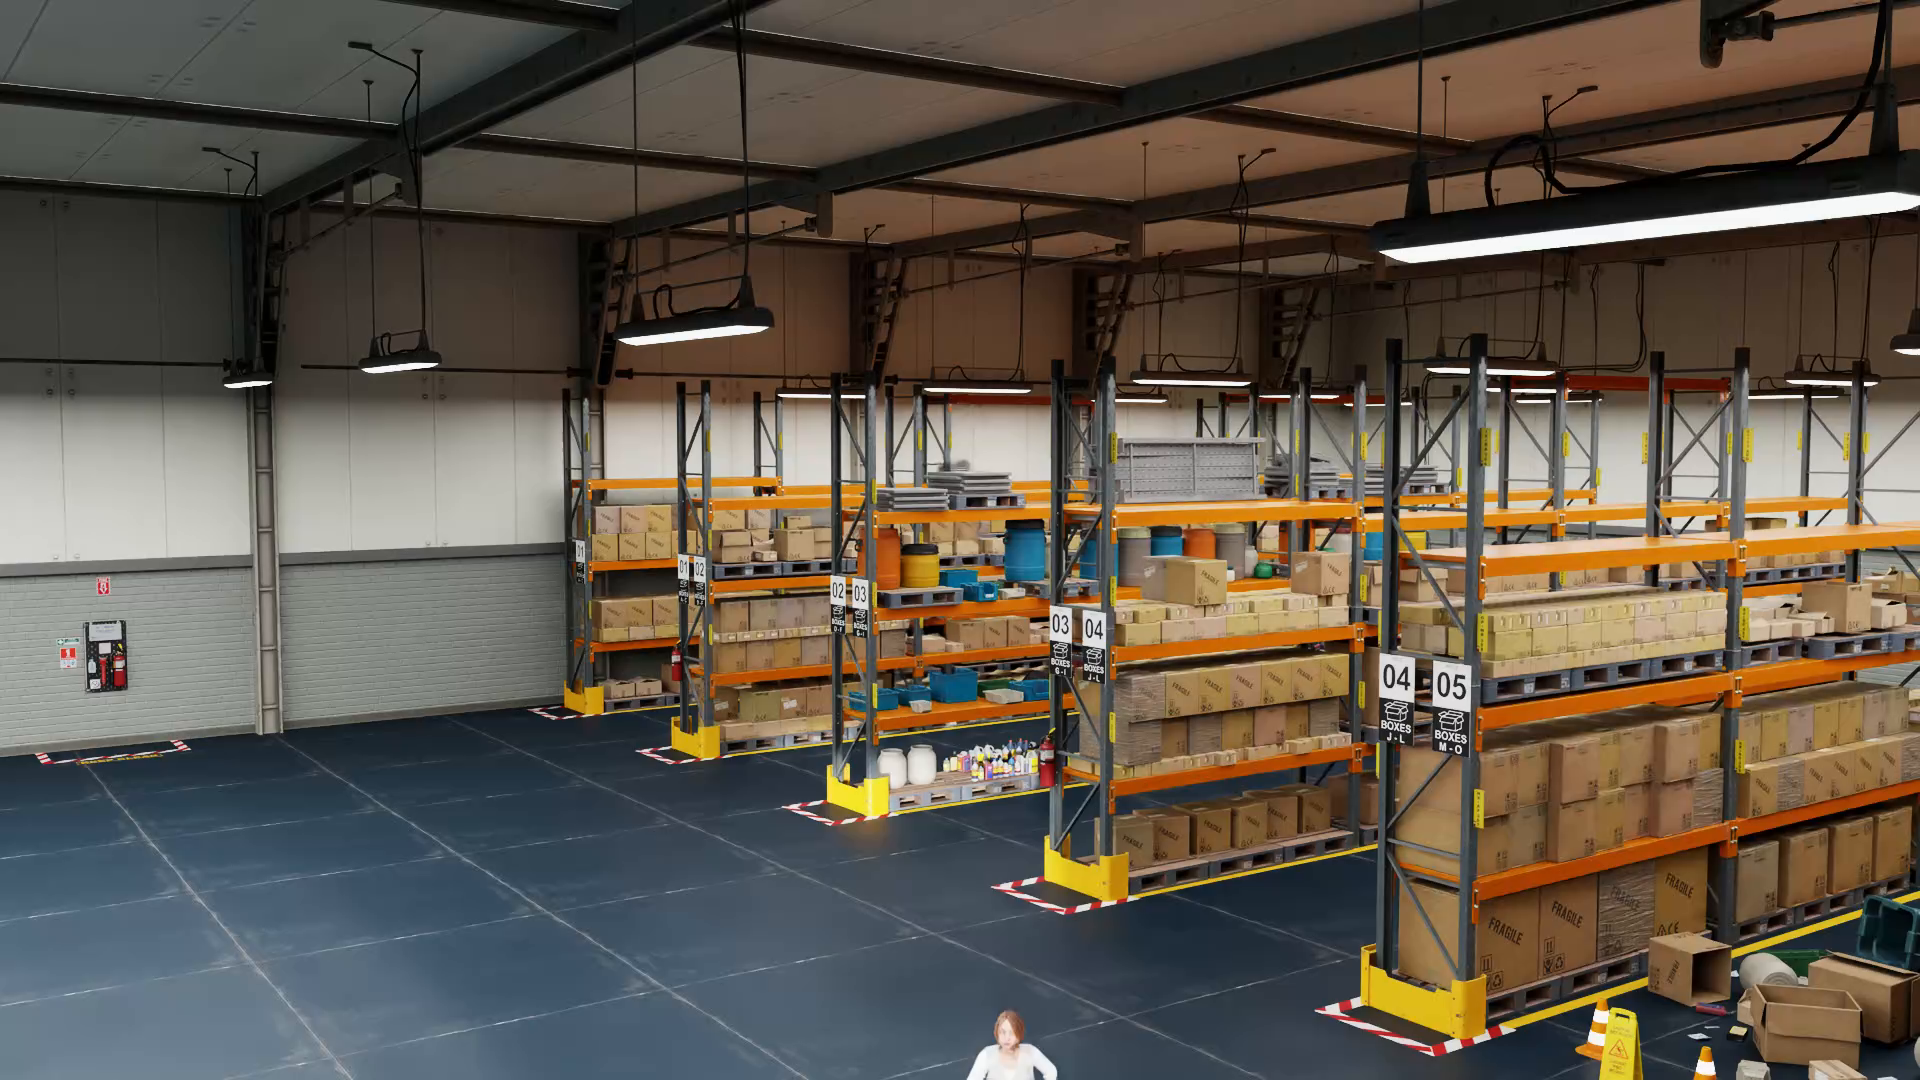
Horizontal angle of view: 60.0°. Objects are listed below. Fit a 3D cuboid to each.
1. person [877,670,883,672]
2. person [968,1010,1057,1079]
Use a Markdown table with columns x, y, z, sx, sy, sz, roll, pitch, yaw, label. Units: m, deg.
| x | y | z | sx | sy | sz | roll | pitch | yaw | label |
| --- | --- | --- | --- | --- | --- | --- | --- | --- | --- |
| -1.619 | 2.080 | 30.635 | 0.849 | 1.727 | 0.576 | -3 | 5 | -39 | person |
| 0.305 | 3.688 | 10.266 | 0.565 | 1.631 | 0.778 | 0 | 4 | 7 | person |
